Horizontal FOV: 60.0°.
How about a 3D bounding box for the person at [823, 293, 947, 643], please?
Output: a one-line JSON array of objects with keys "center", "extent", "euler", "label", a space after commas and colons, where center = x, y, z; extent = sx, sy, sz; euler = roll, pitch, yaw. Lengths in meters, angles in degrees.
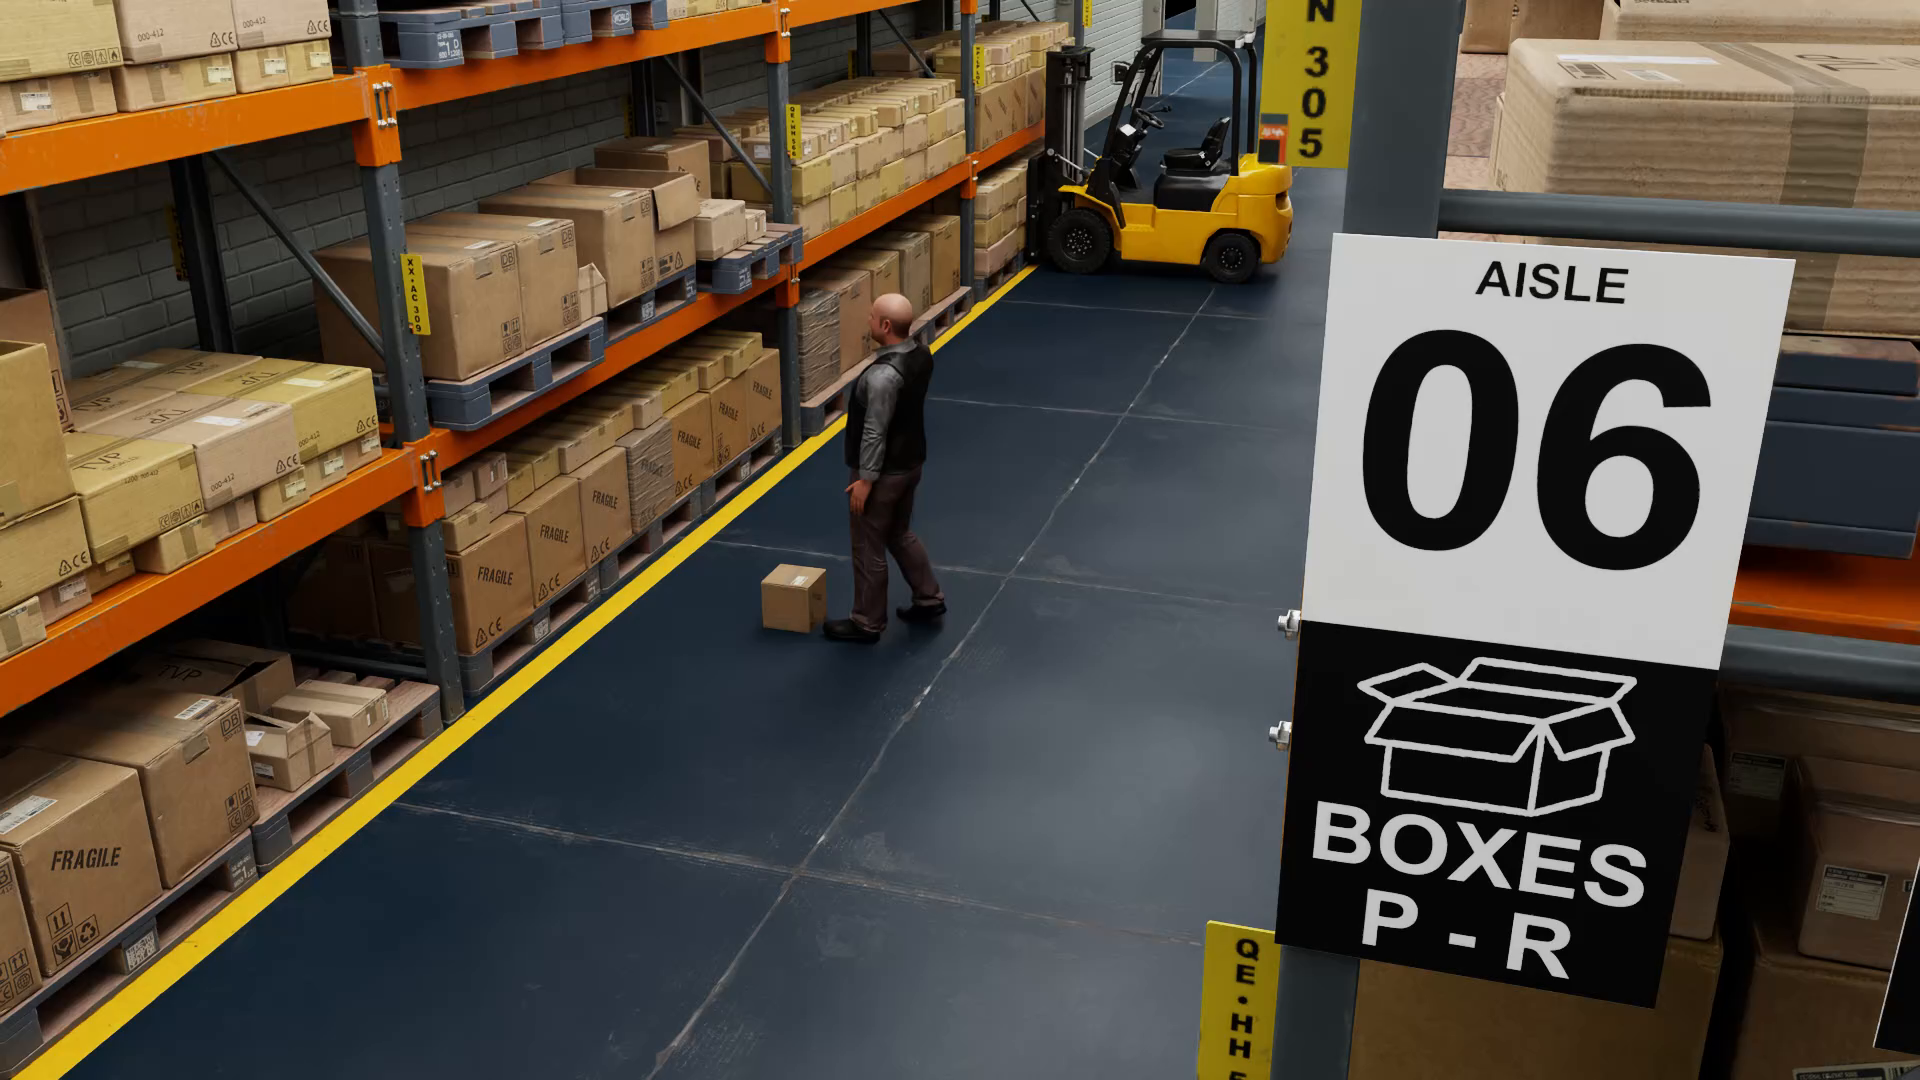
[{"center": [-0.389, -0.332, 7.978], "extent": [0.524, 1.746, 0.576], "euler": [9, 23, 21], "label": "person"}]
